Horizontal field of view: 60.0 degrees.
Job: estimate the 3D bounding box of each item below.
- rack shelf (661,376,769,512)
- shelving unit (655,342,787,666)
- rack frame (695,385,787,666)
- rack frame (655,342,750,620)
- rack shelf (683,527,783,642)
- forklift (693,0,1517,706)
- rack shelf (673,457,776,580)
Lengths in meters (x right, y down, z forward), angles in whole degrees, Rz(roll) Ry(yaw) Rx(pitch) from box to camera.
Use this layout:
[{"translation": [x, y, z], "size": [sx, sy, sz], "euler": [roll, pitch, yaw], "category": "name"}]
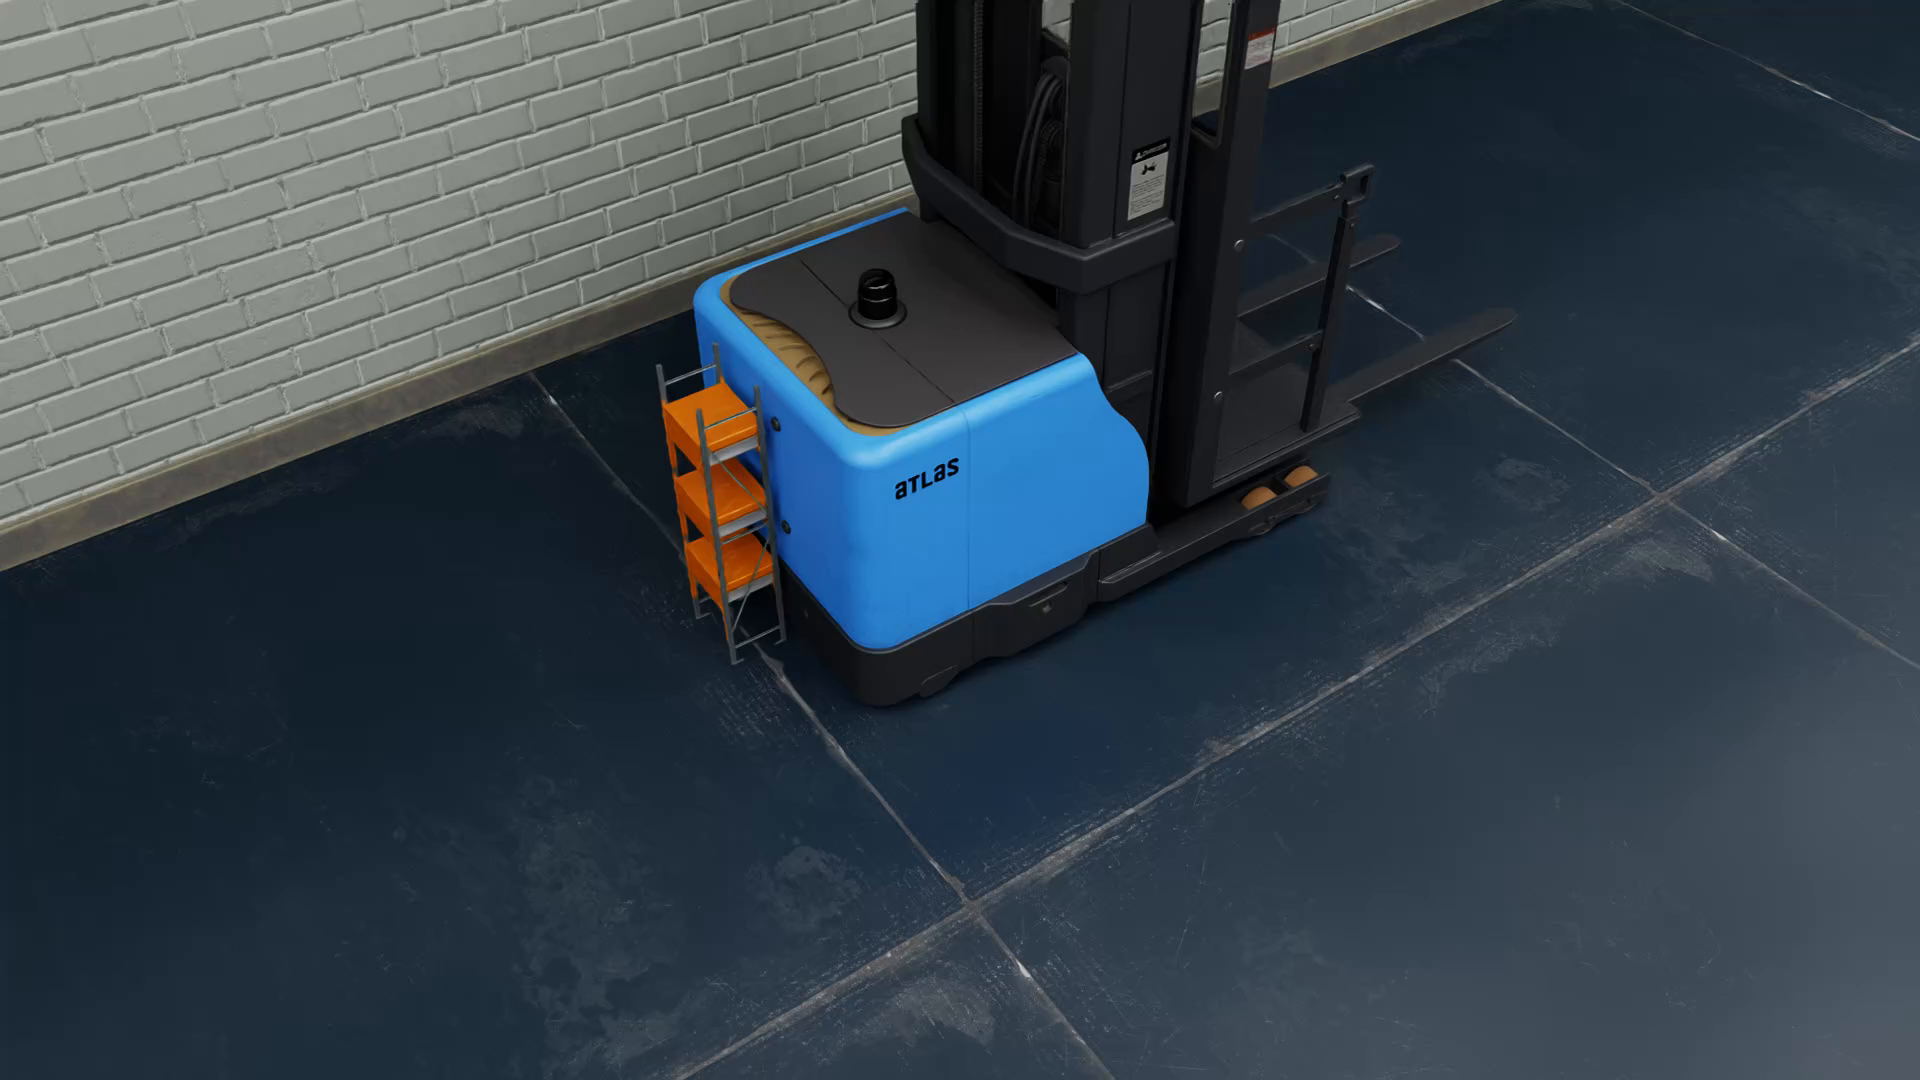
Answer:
[{"translation": [-0.717, -0.284, 4.892], "size": [0.215, 0.259, 0.240], "euler": [-25, 49, -24], "category": "rack shelf"}, {"translation": [-0.717, -0.087, 5.080], "size": [0.215, 1.050, 0.252], "euler": [-25, 49, -24], "category": "shelving unit"}, {"translation": [-0.649, -0.017, 5.007], "size": [0.200, 1.050, 0.008], "euler": [-25, 49, -24], "category": "rack frame"}, {"translation": [-0.786, -0.156, 5.153], "size": [0.200, 1.050, 0.008], "euler": [-25, 49, -24], "category": "rack frame"}, {"translation": [-0.717, 0.122, 5.280], "size": [0.215, 0.259, 0.240], "euler": [-25, 49, -24], "category": "rack shelf"}, {"translation": [0.684, -1.356, 5.048], "size": [3.031, 2.935, 1.130], "euler": [-25, 49, -24], "category": "forklift"}, {"translation": [-0.717, -0.079, 5.088], "size": [0.215, 0.259, 0.240], "euler": [-25, 49, -24], "category": "rack shelf"}]
